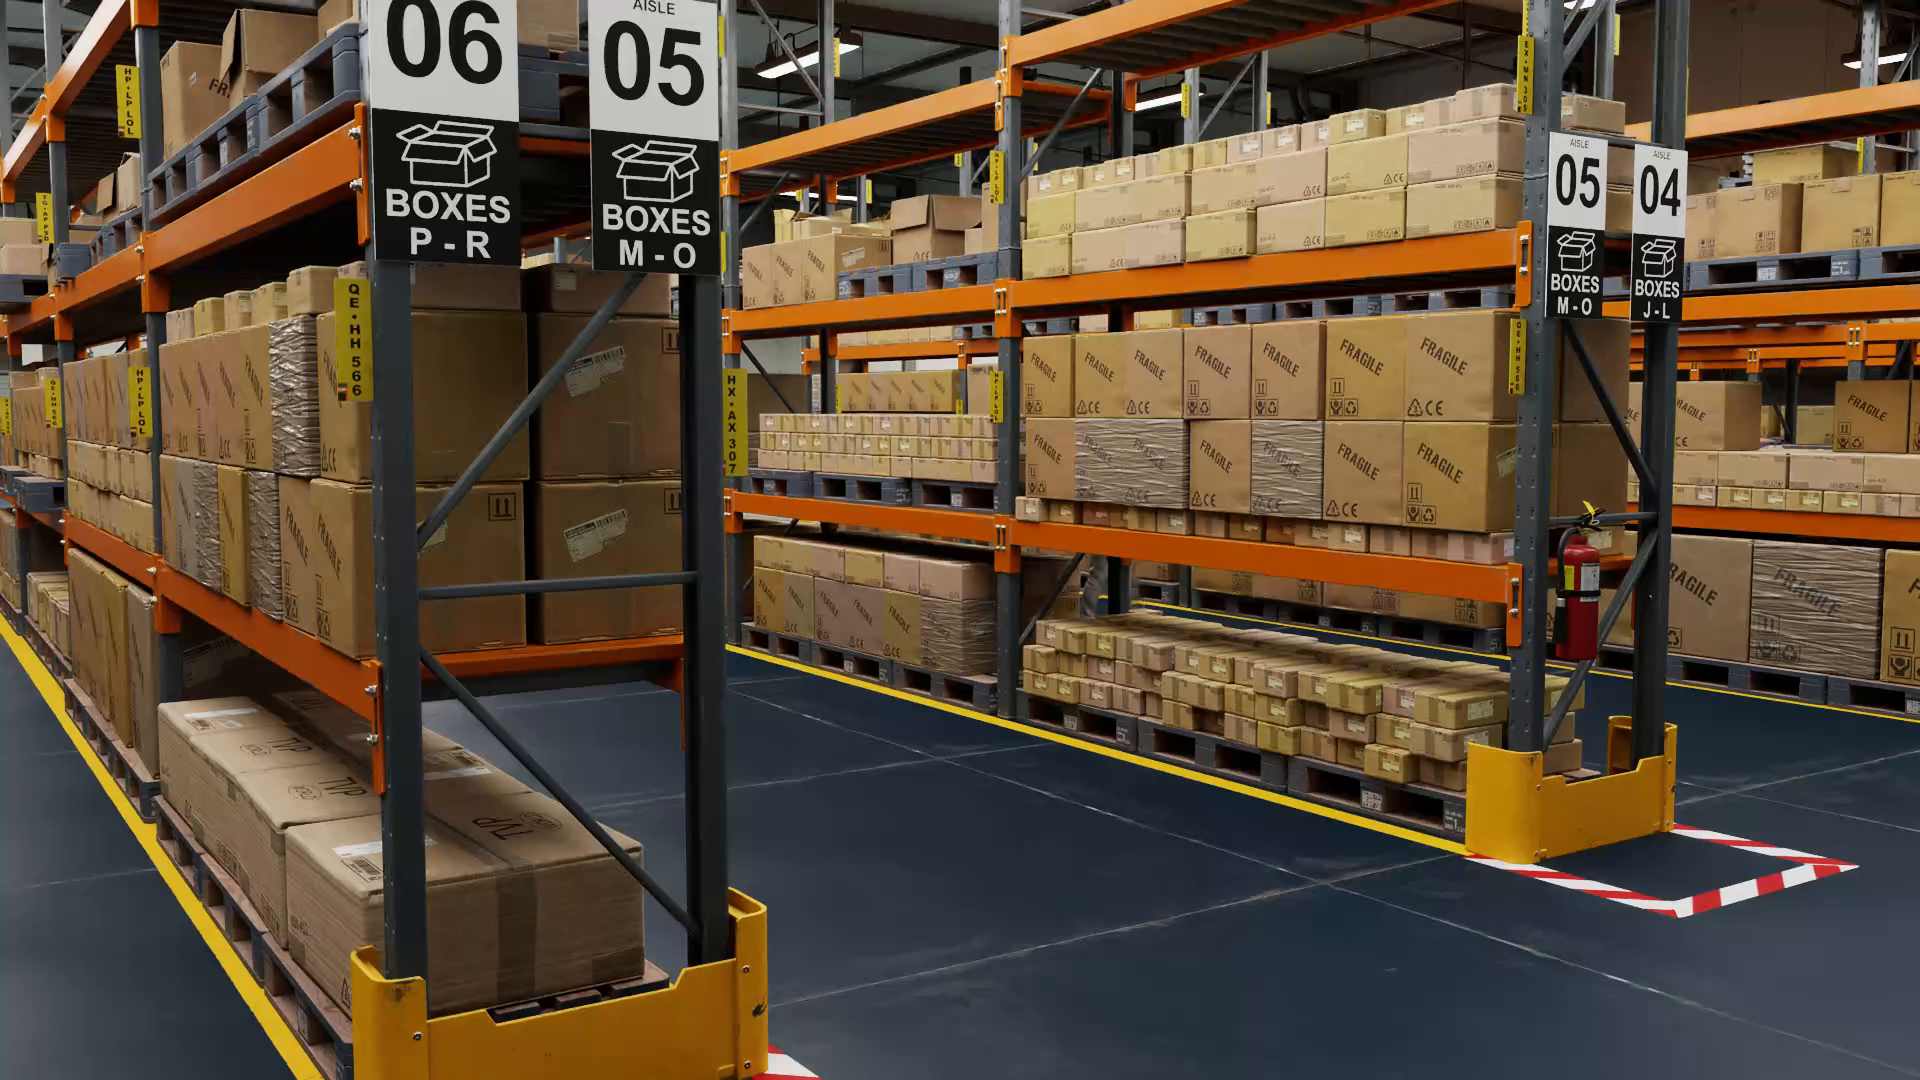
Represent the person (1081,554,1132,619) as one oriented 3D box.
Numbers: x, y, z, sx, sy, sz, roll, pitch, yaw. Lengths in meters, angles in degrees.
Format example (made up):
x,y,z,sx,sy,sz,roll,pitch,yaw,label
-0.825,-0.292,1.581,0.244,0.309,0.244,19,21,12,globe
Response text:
x,y,z,sx,sy,sz,roll,pitch,yaw,label
1.343,-0.053,14.776,0.590,1.781,0.509,-4,6,-41,person
